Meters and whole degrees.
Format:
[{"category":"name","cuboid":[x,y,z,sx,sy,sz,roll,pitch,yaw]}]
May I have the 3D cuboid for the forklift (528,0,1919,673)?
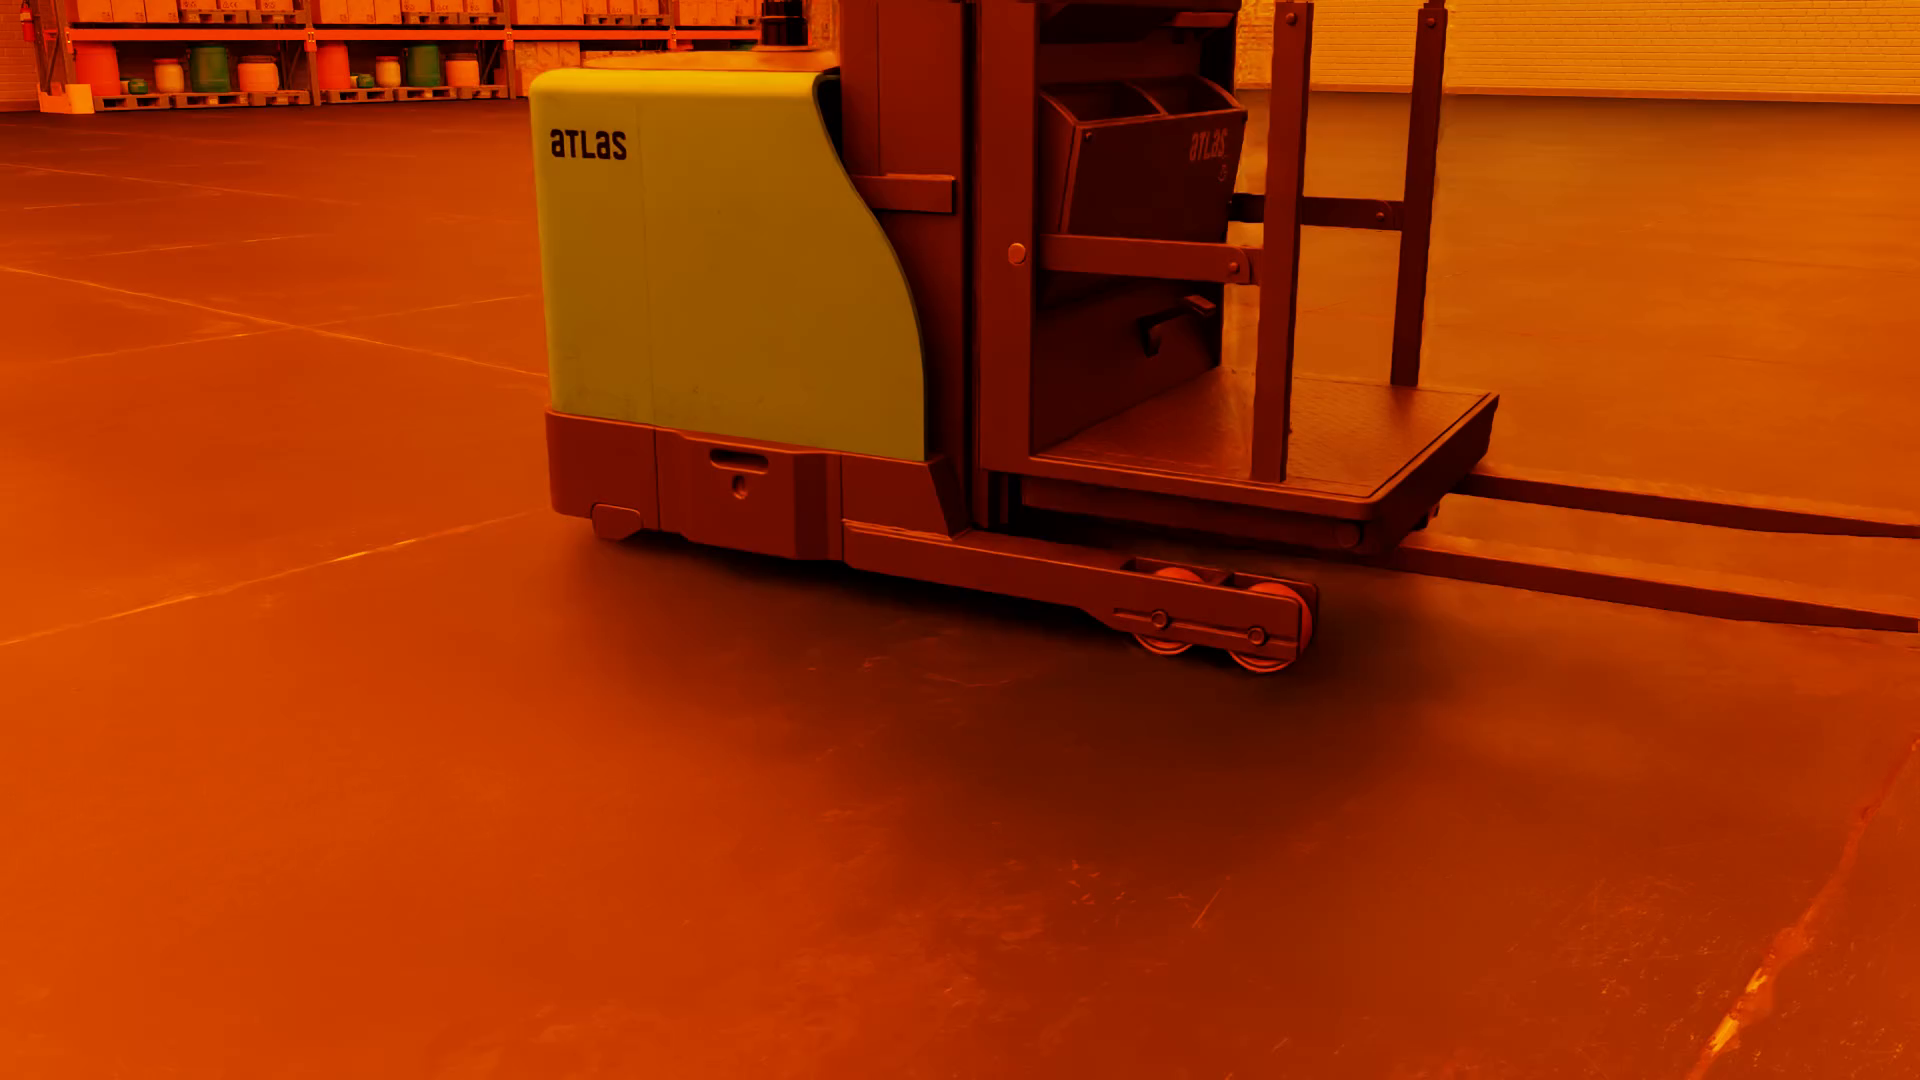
[{"category":"forklift","cuboid":[0.570,-1.330,3.277,3.031,2.935,1.130,9,19,27]}]
